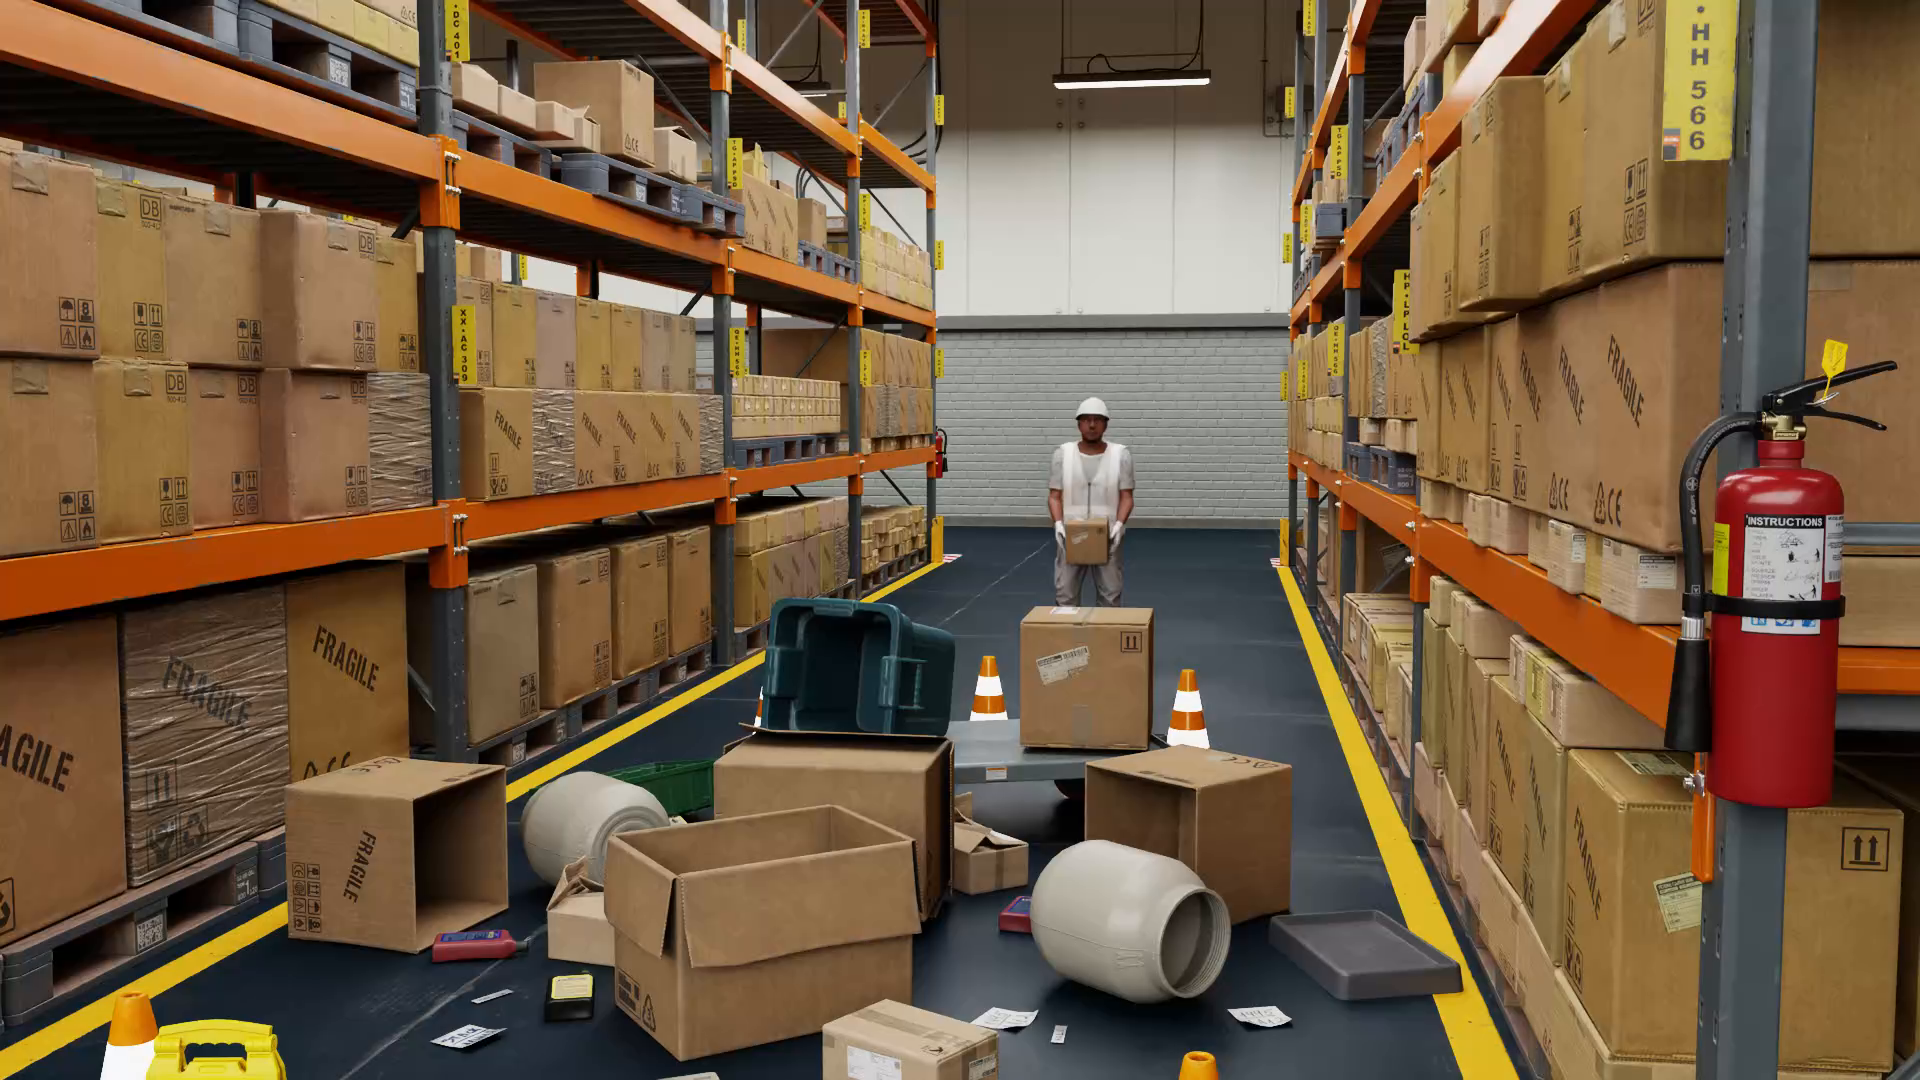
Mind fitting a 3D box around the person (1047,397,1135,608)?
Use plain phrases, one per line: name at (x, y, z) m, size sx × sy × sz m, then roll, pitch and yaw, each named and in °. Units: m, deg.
person at (0.814, 0.003, 10.388) m, size 0.546 × 1.788 × 0.509 m, roll 1°, pitch 4°, yaw 8°
